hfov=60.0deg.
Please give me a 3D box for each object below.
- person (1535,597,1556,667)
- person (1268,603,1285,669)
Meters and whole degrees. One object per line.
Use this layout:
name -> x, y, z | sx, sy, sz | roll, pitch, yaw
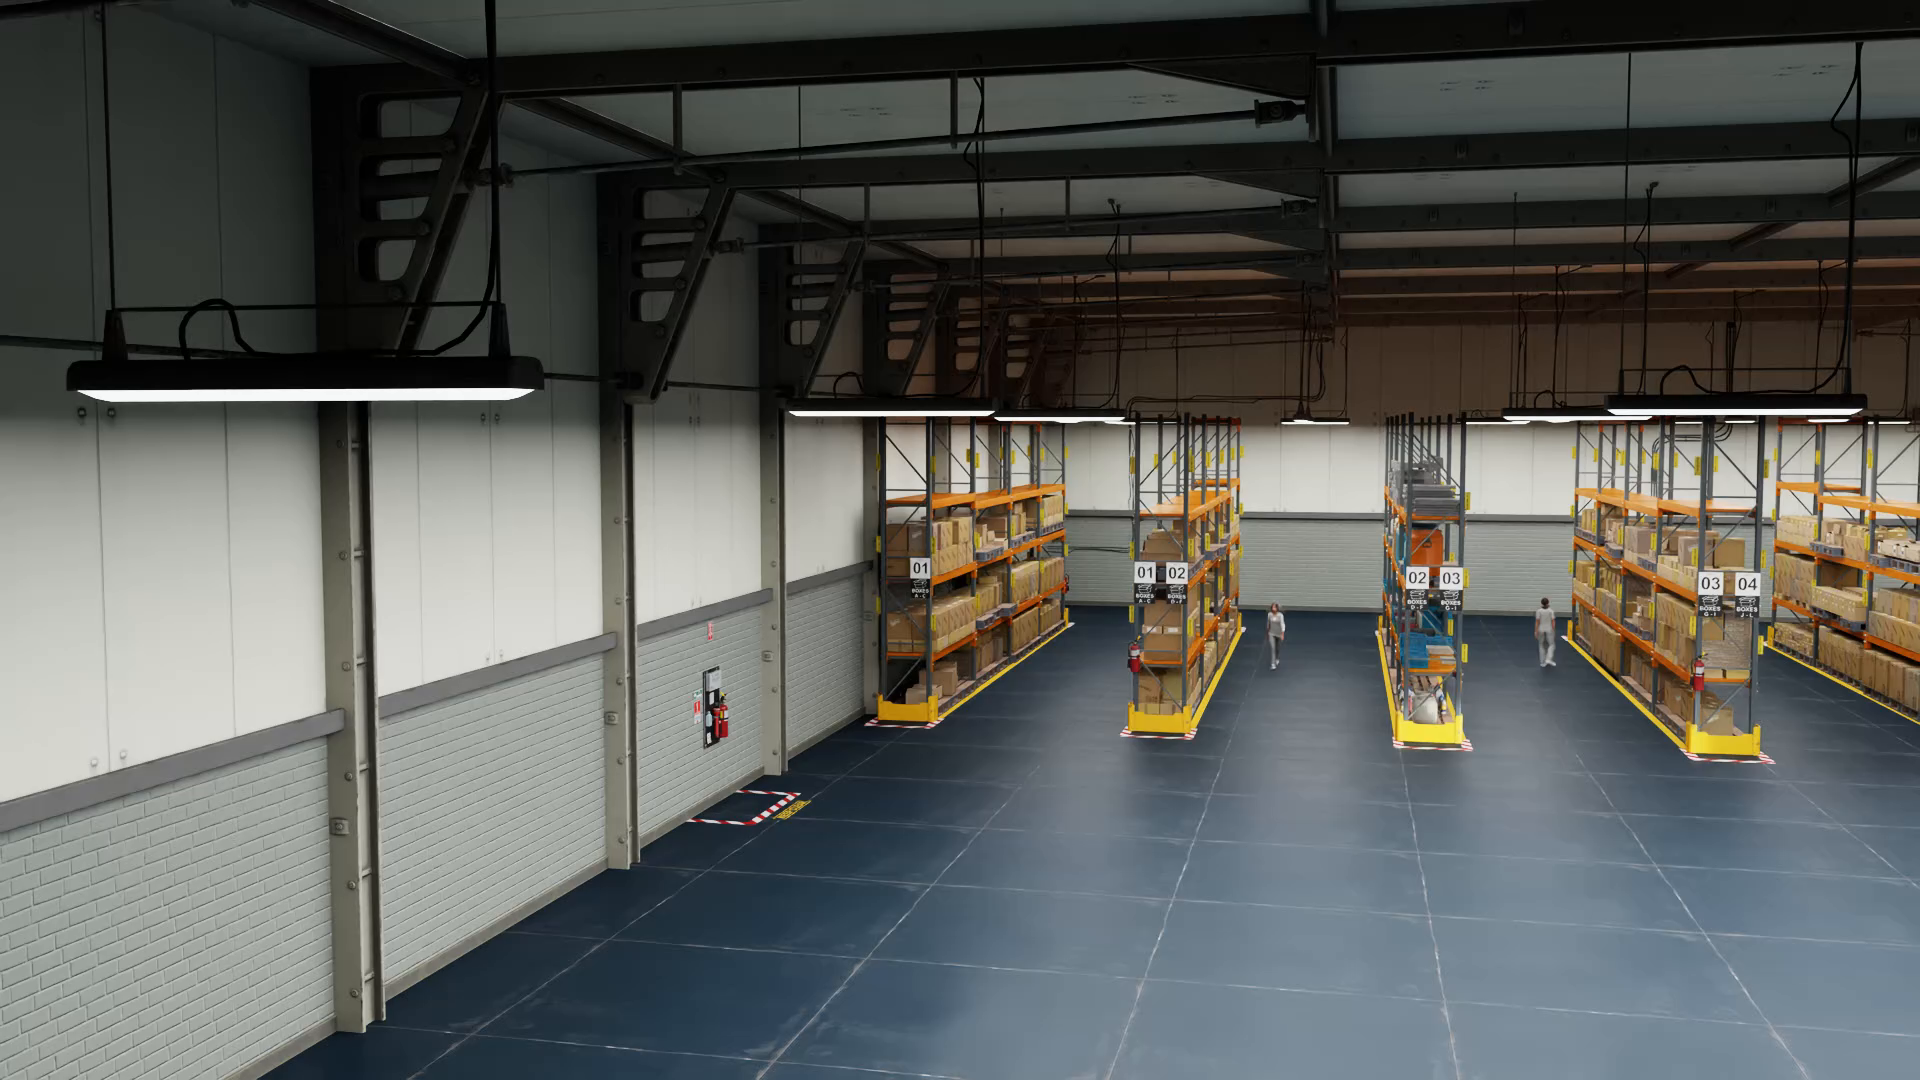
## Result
person -> 13.991, 2.208, 39.738 | 0.490, 1.669, 0.516 | 1, 4, 15
person -> 7.526, 2.260, 39.571 | 0.390, 1.535, 1.009 | 0, 4, 5
